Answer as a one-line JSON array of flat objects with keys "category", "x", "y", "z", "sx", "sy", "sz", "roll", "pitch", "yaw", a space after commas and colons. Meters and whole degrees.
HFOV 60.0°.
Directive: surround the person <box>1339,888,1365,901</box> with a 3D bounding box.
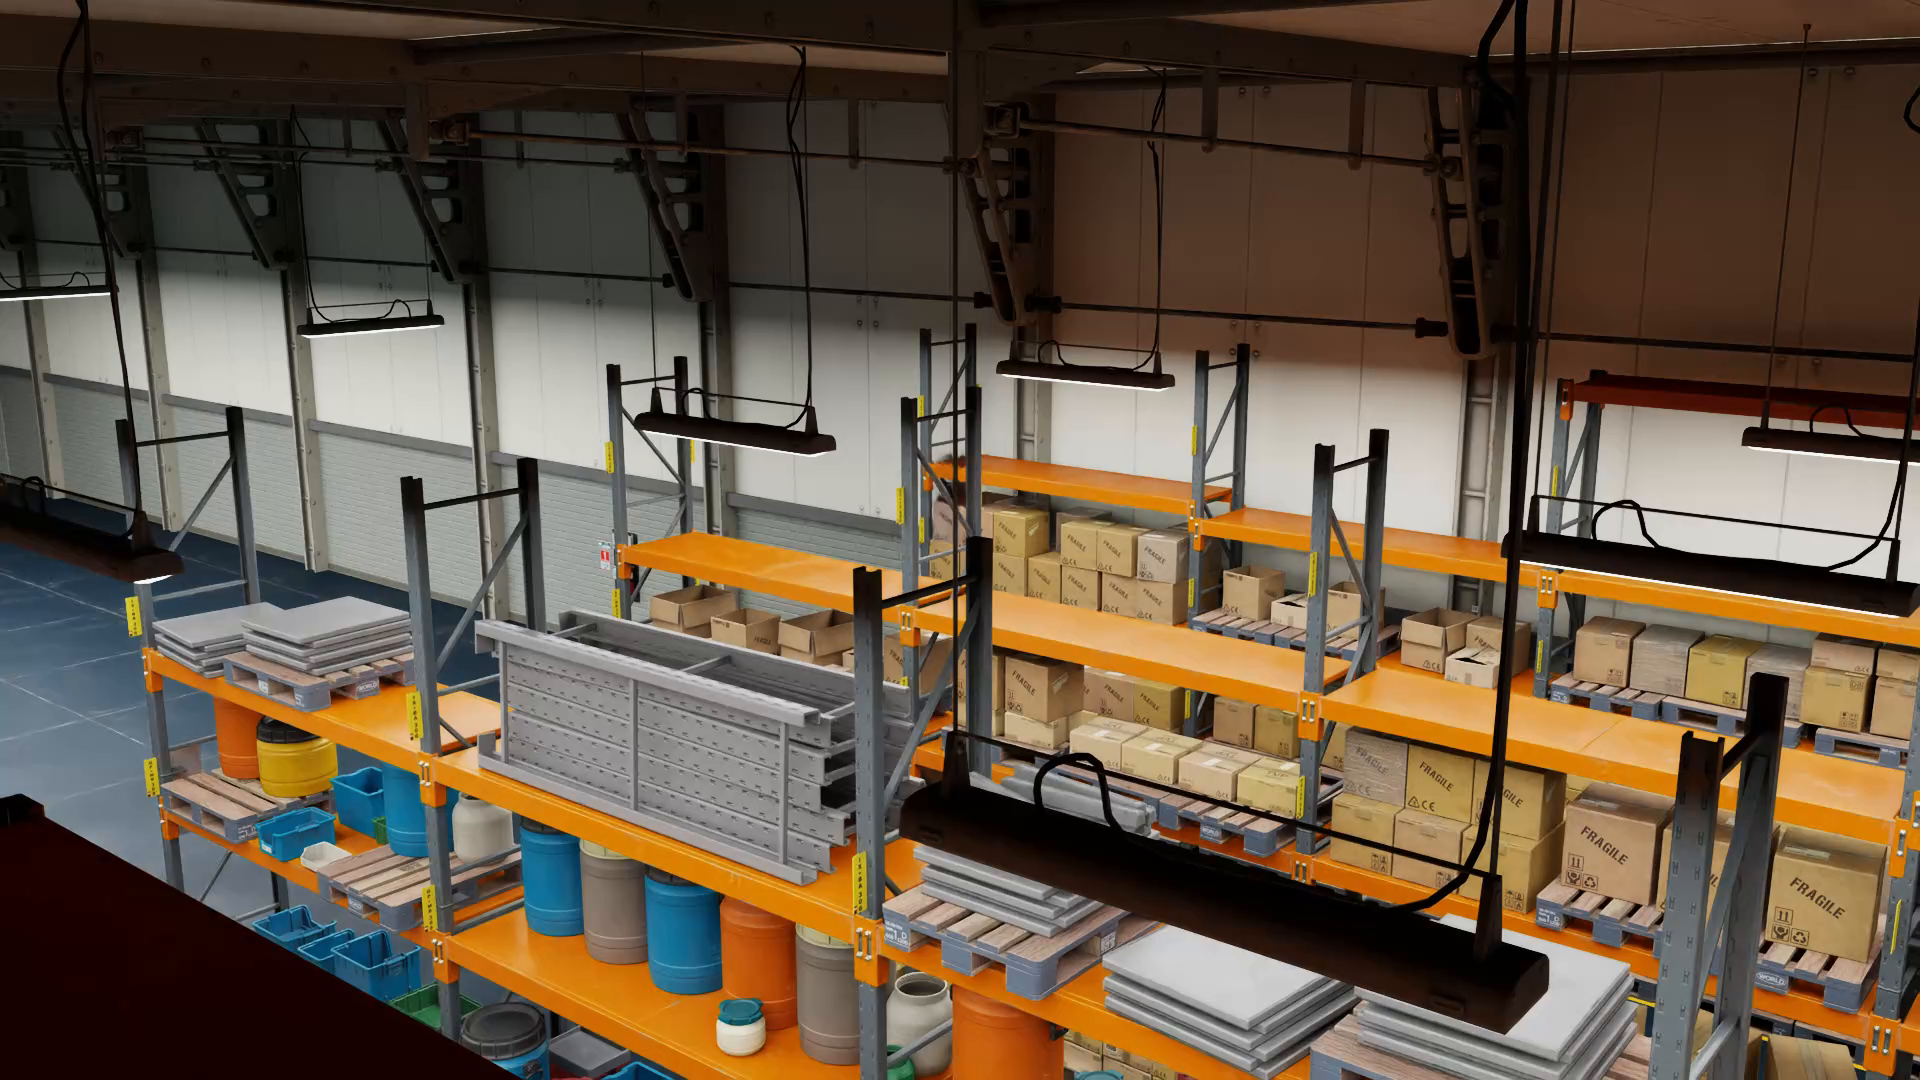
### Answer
[{"category": "person", "x": 3.666, "y": 3.843, "z": 15.692, "sx": 0.453, "sy": 1.539, "sz": 0.864, "roll": -12, "pitch": 17, "yaw": -42}]
